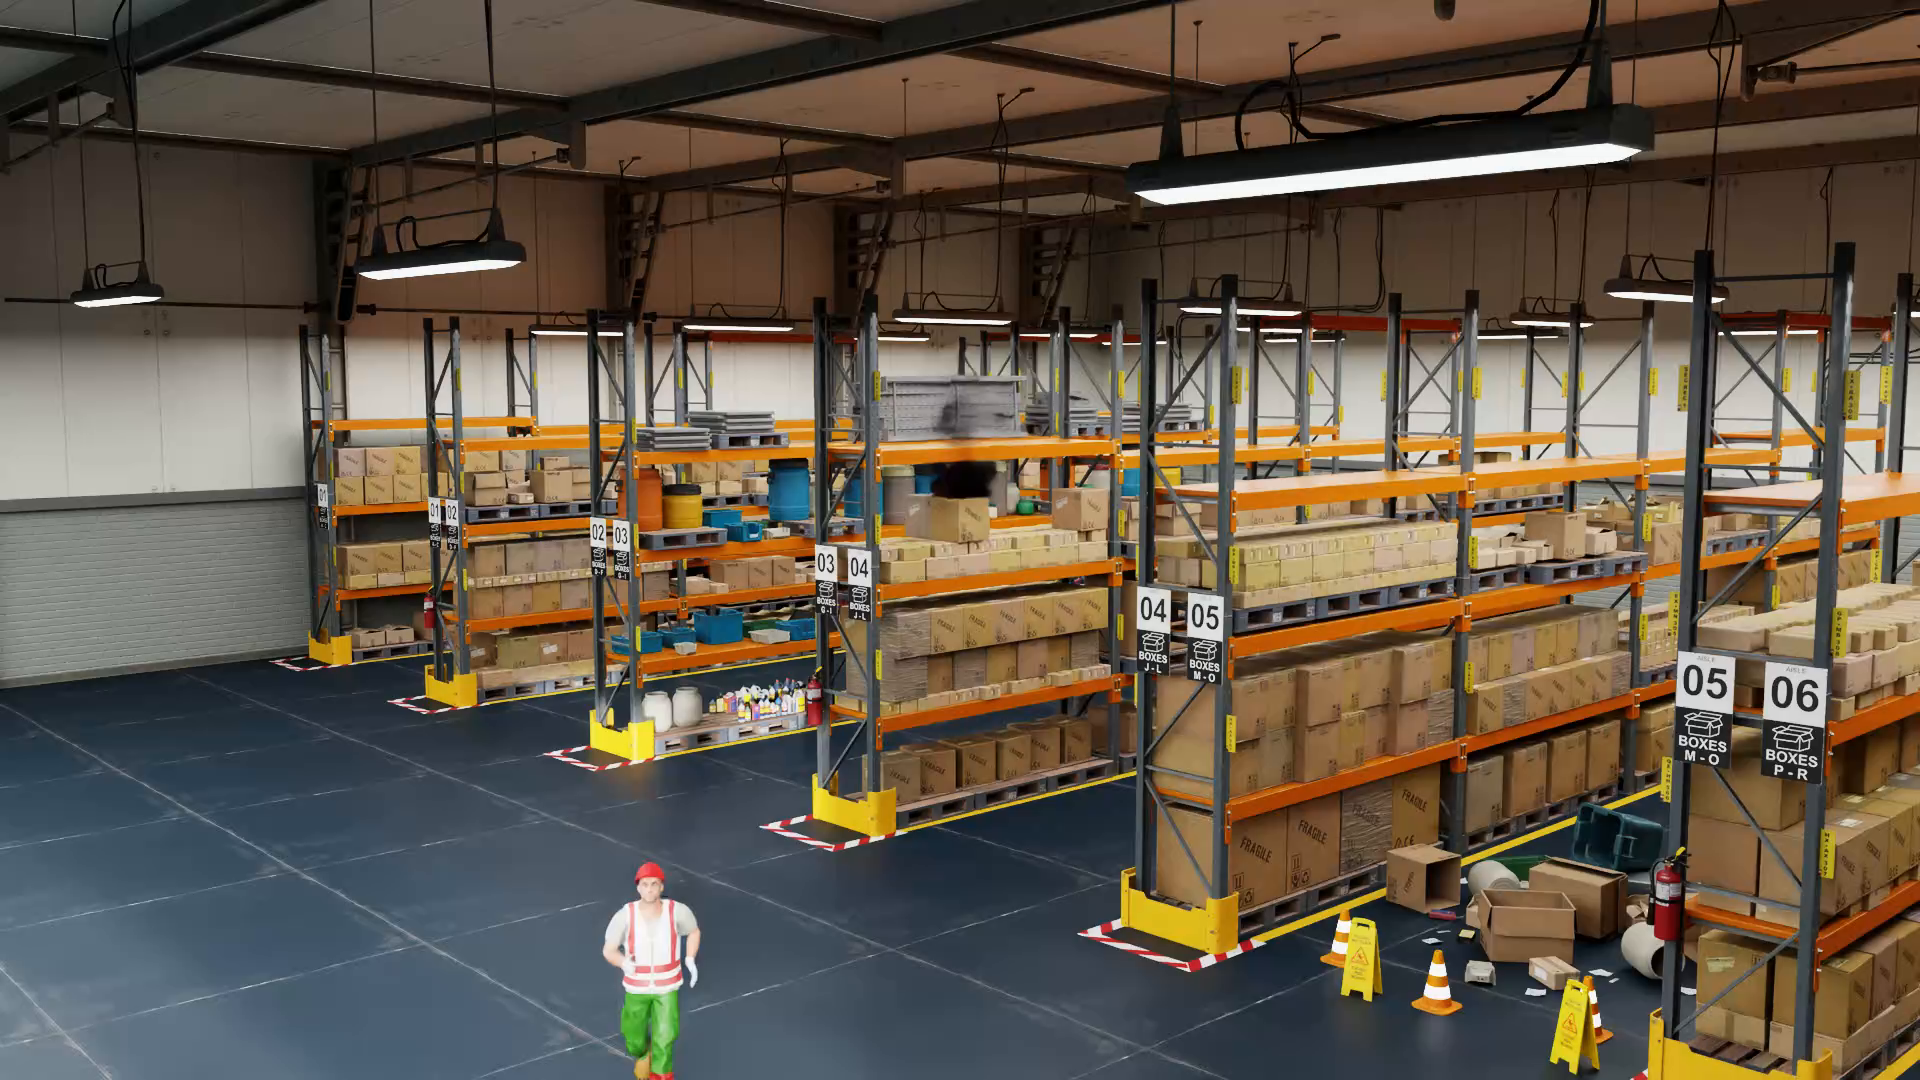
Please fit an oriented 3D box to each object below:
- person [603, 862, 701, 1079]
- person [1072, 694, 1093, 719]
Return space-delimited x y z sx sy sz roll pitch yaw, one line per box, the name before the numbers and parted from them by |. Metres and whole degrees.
person | -2.152 3.116 11.586 0.649 1.760 0.853 -1 6 -9
person | 1.721 1.867 23.792 0.647 1.812 0.837 5 8 43
